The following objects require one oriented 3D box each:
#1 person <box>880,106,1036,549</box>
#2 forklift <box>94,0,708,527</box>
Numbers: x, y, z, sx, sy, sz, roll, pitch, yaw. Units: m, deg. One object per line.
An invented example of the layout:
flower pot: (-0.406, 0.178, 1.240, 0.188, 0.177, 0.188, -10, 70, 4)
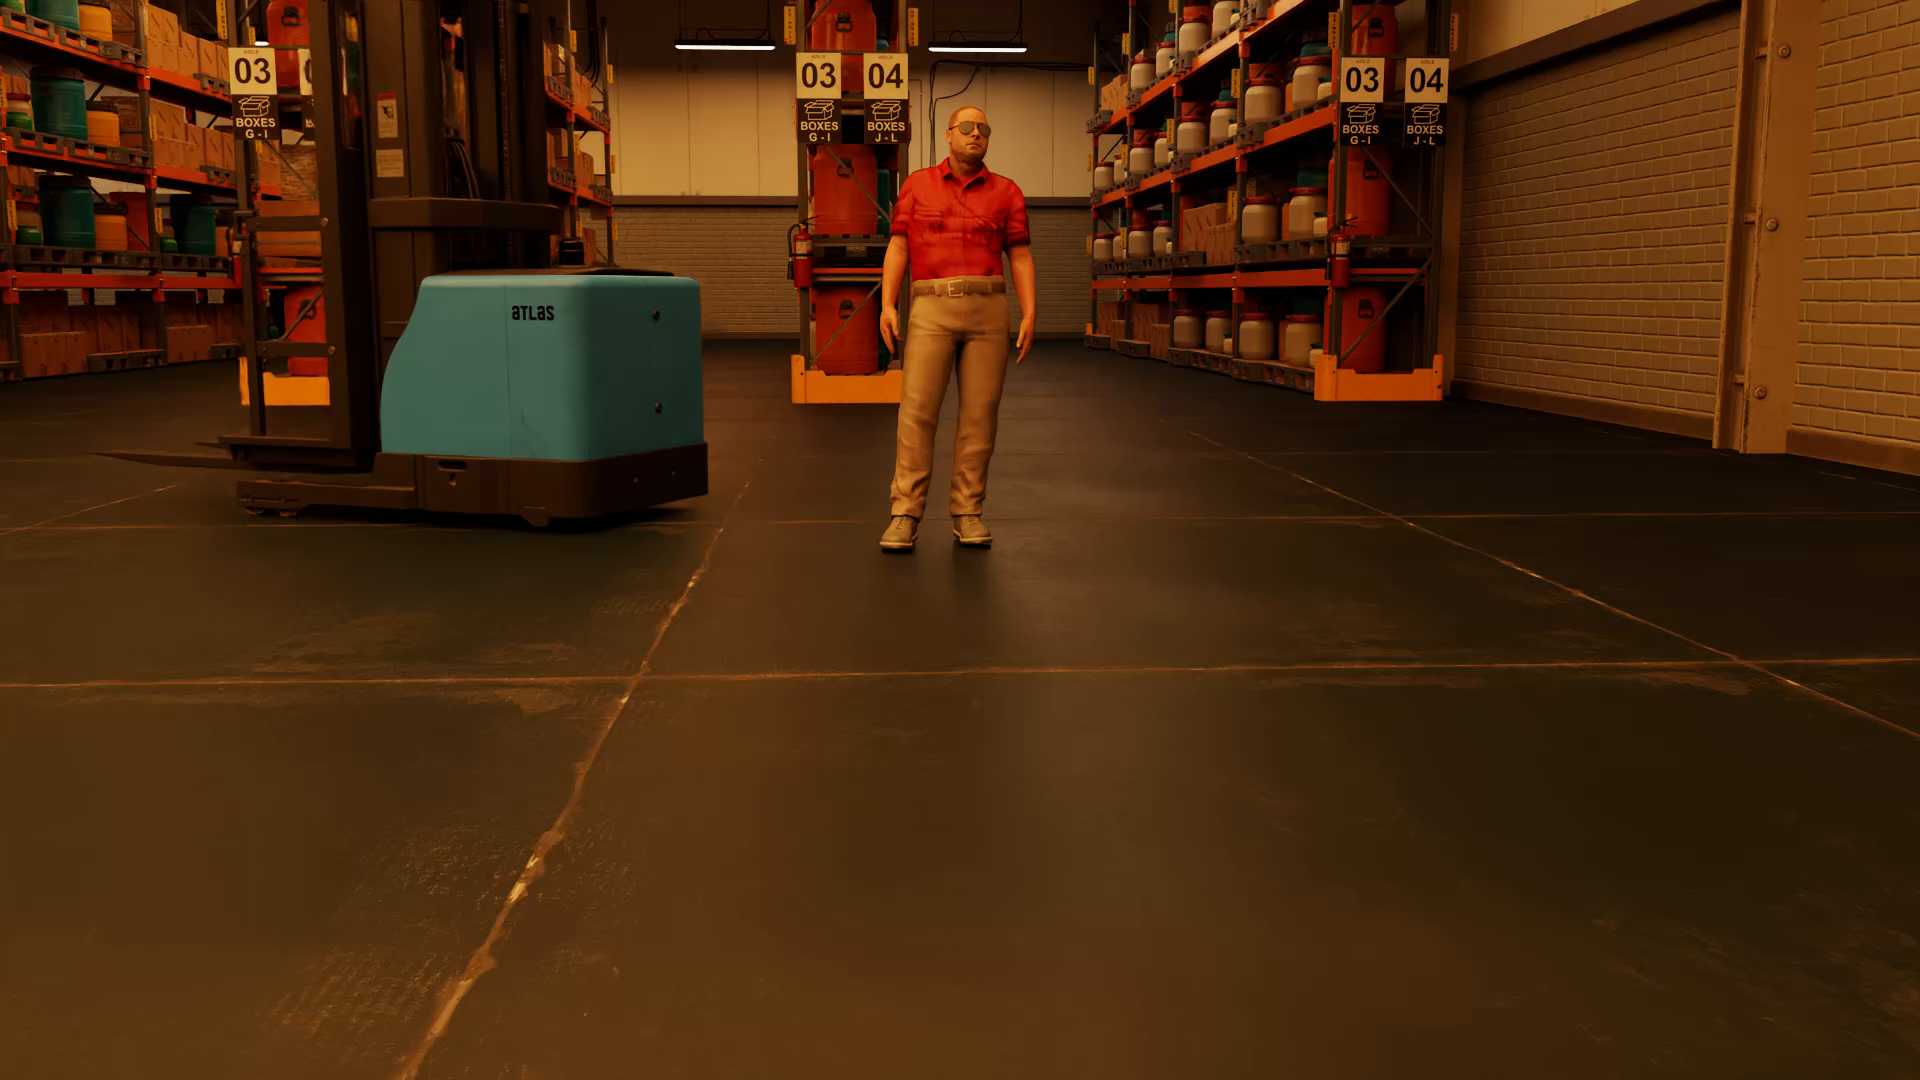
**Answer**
person: (-0.006, -0.850, 6.592, 0.641, 1.728, 0.550, -1, 8, -4)
forklift: (-2.746, -1.619, 7.735, 3.031, 2.935, 1.130, 4, 9, 23)
